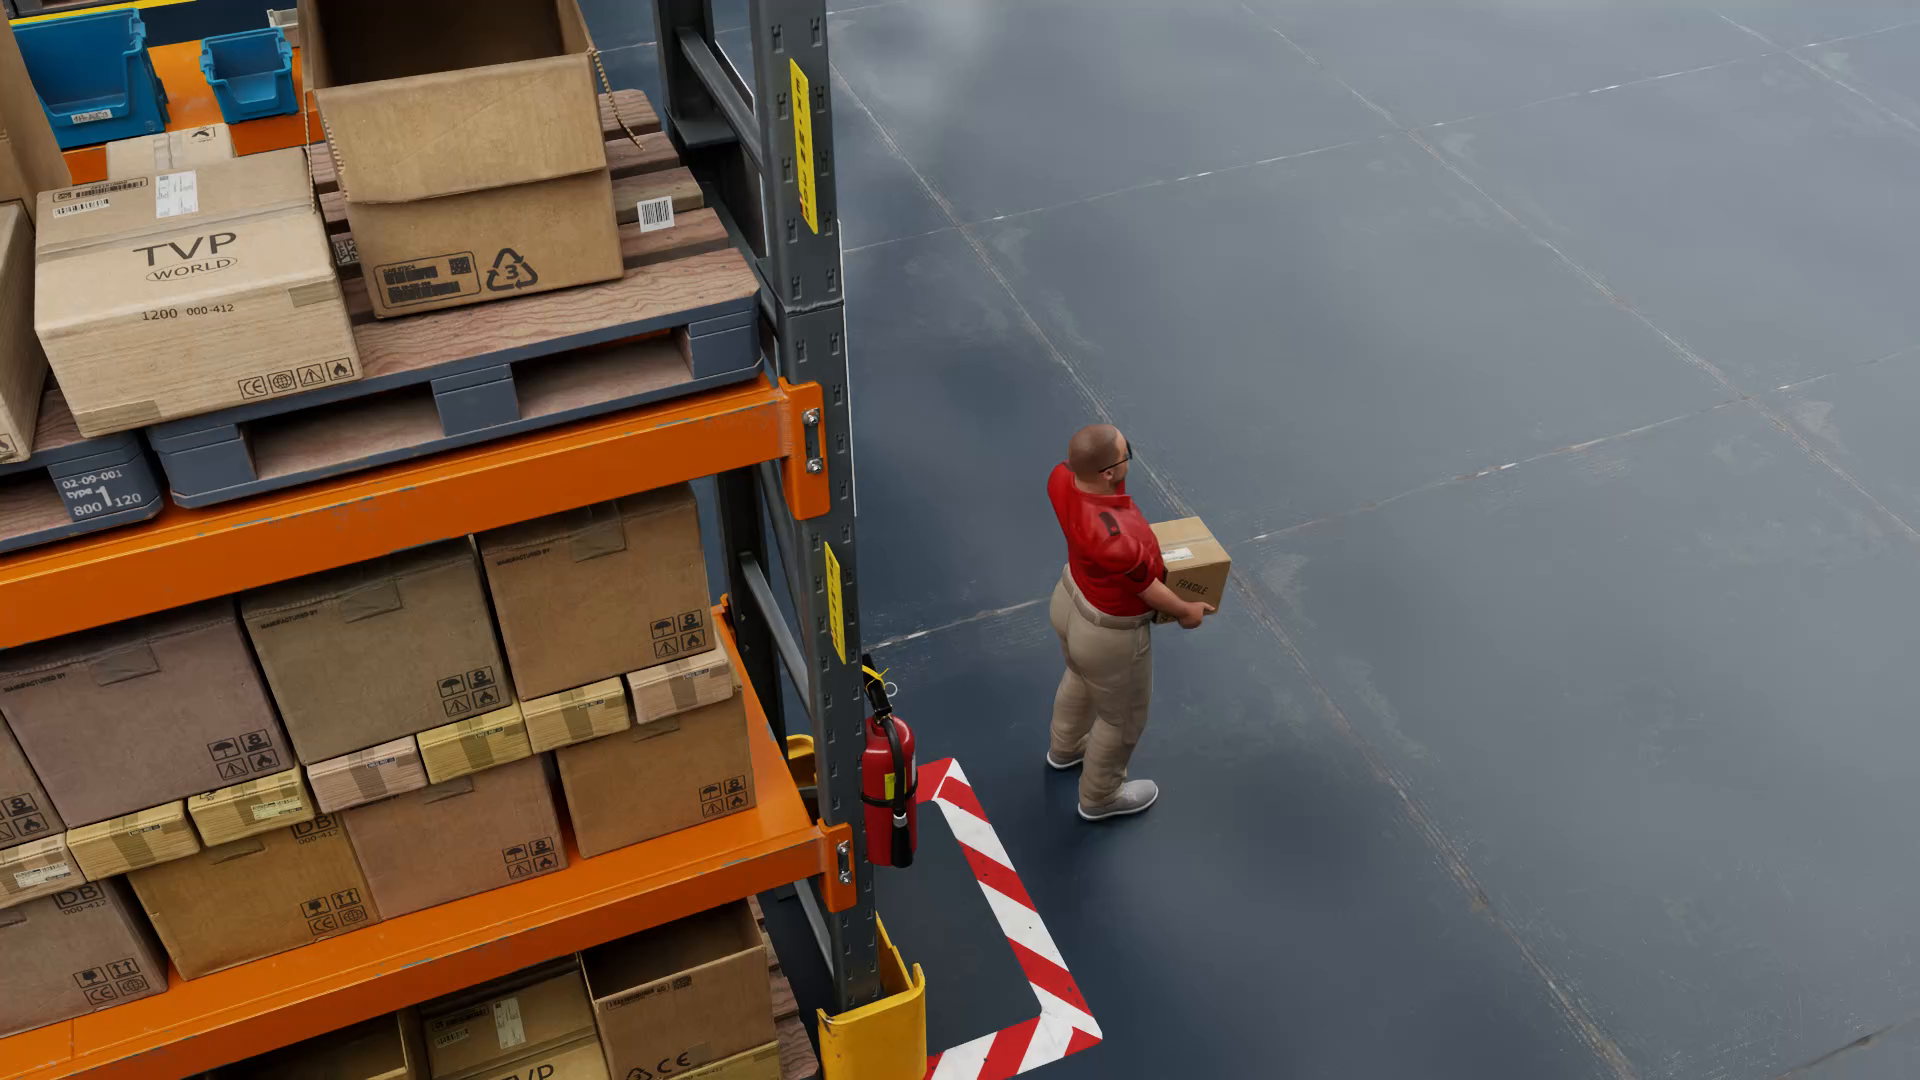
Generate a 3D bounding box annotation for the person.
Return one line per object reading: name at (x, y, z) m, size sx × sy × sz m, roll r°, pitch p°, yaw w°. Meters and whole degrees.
person at (0.589, 0.257, 5.891) m, size 0.530 × 1.714 × 0.494 m, roll -14°, pitch 44°, yaw -16°
